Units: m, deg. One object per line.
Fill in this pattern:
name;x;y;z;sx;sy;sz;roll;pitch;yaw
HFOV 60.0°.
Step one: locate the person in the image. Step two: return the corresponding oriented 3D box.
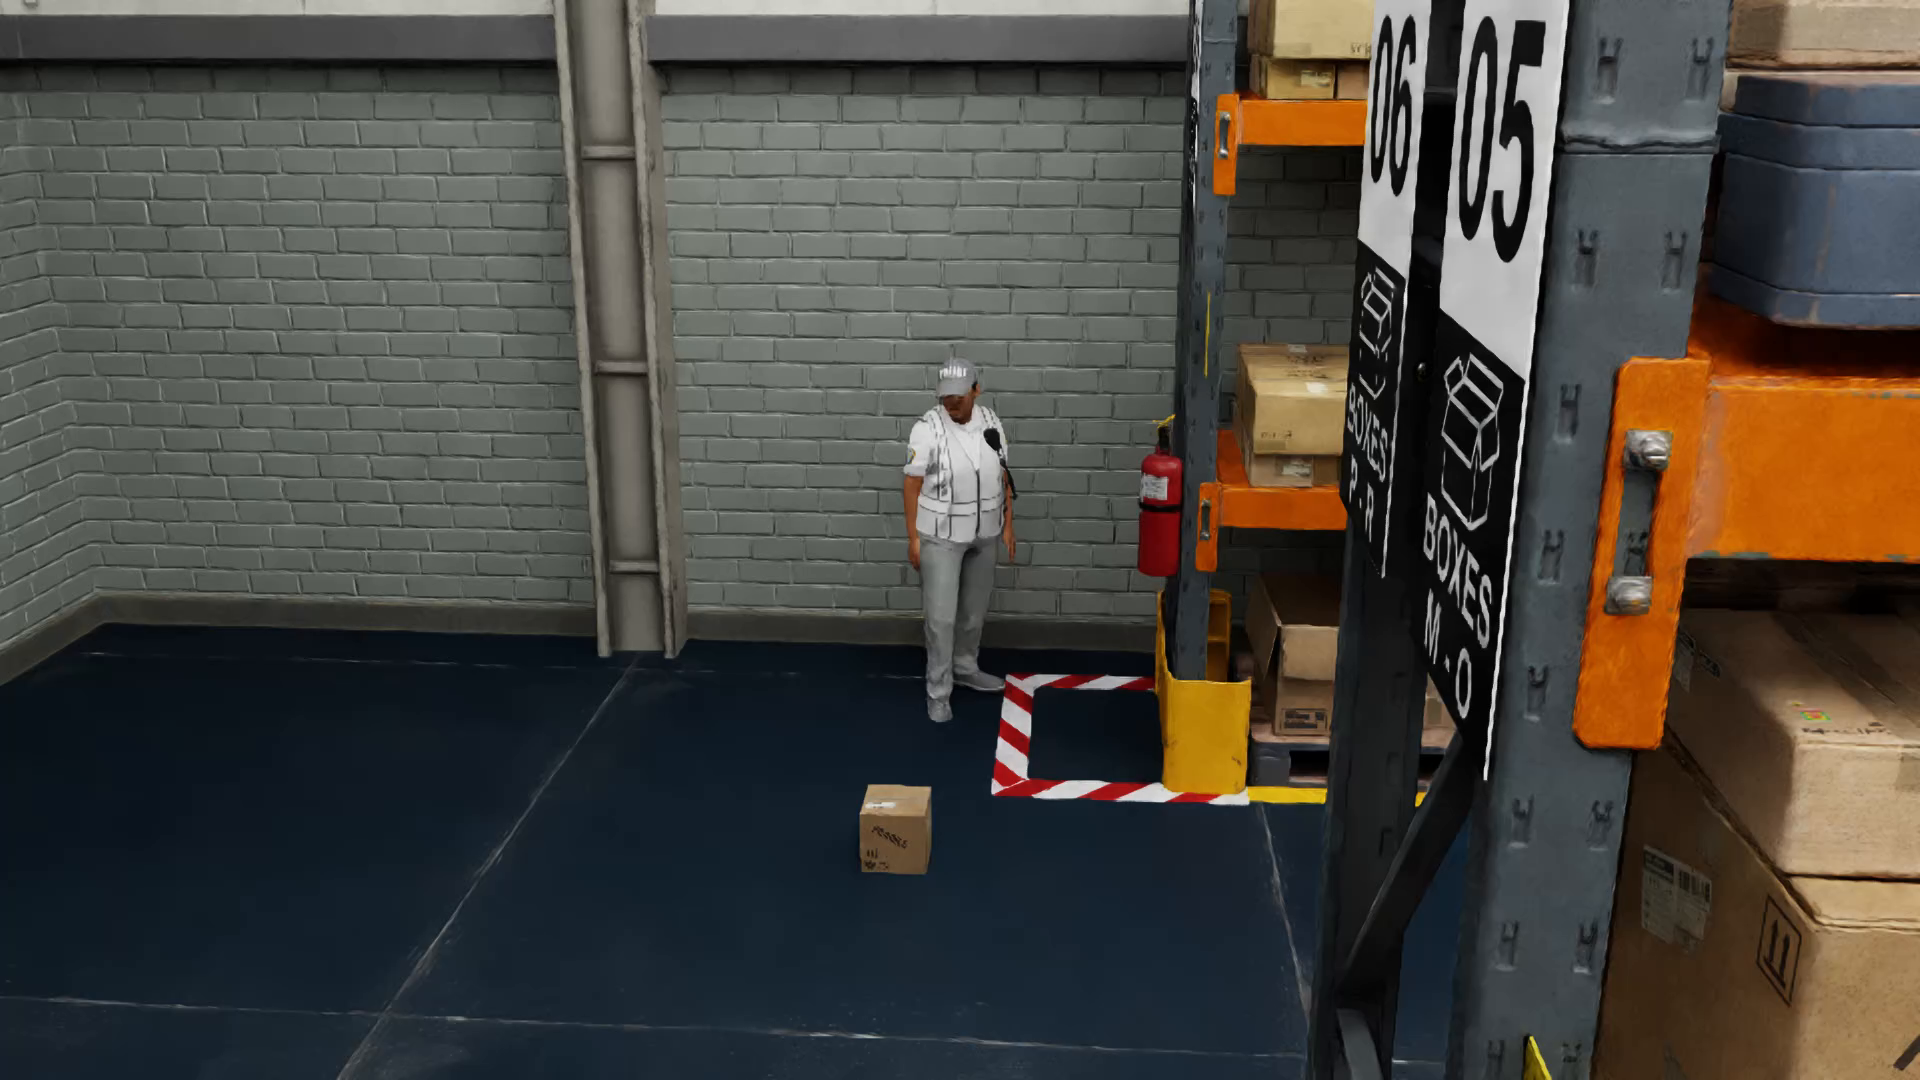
person;-0.002;0.003;7.628;0.515;1.727;0.455;-11;20;-30
